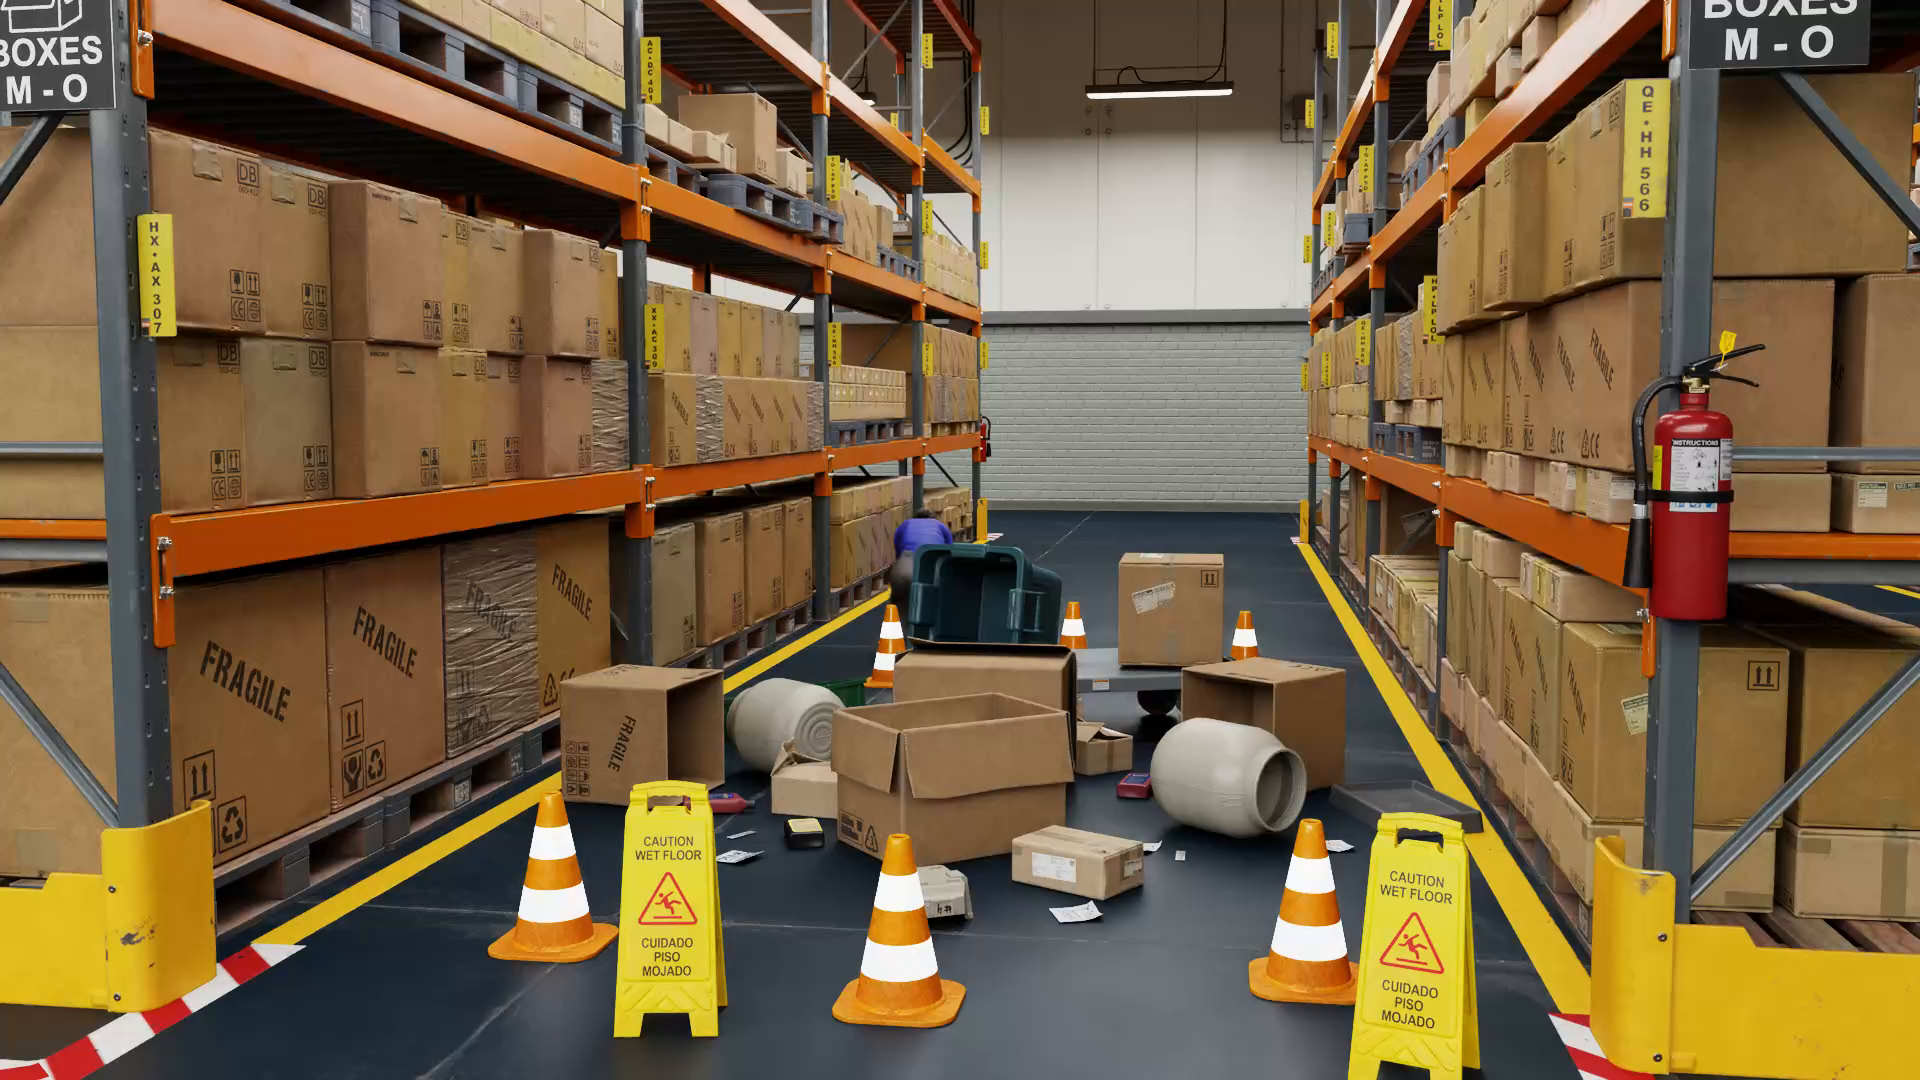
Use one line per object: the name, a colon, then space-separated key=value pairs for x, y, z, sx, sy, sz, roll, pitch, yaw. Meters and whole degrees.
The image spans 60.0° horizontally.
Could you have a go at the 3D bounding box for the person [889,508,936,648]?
person: x=-0.245 y=0.267 z=11.181 sx=0.465 sy=0.936 sz=0.865 roll=1 pitch=5 yaw=7
